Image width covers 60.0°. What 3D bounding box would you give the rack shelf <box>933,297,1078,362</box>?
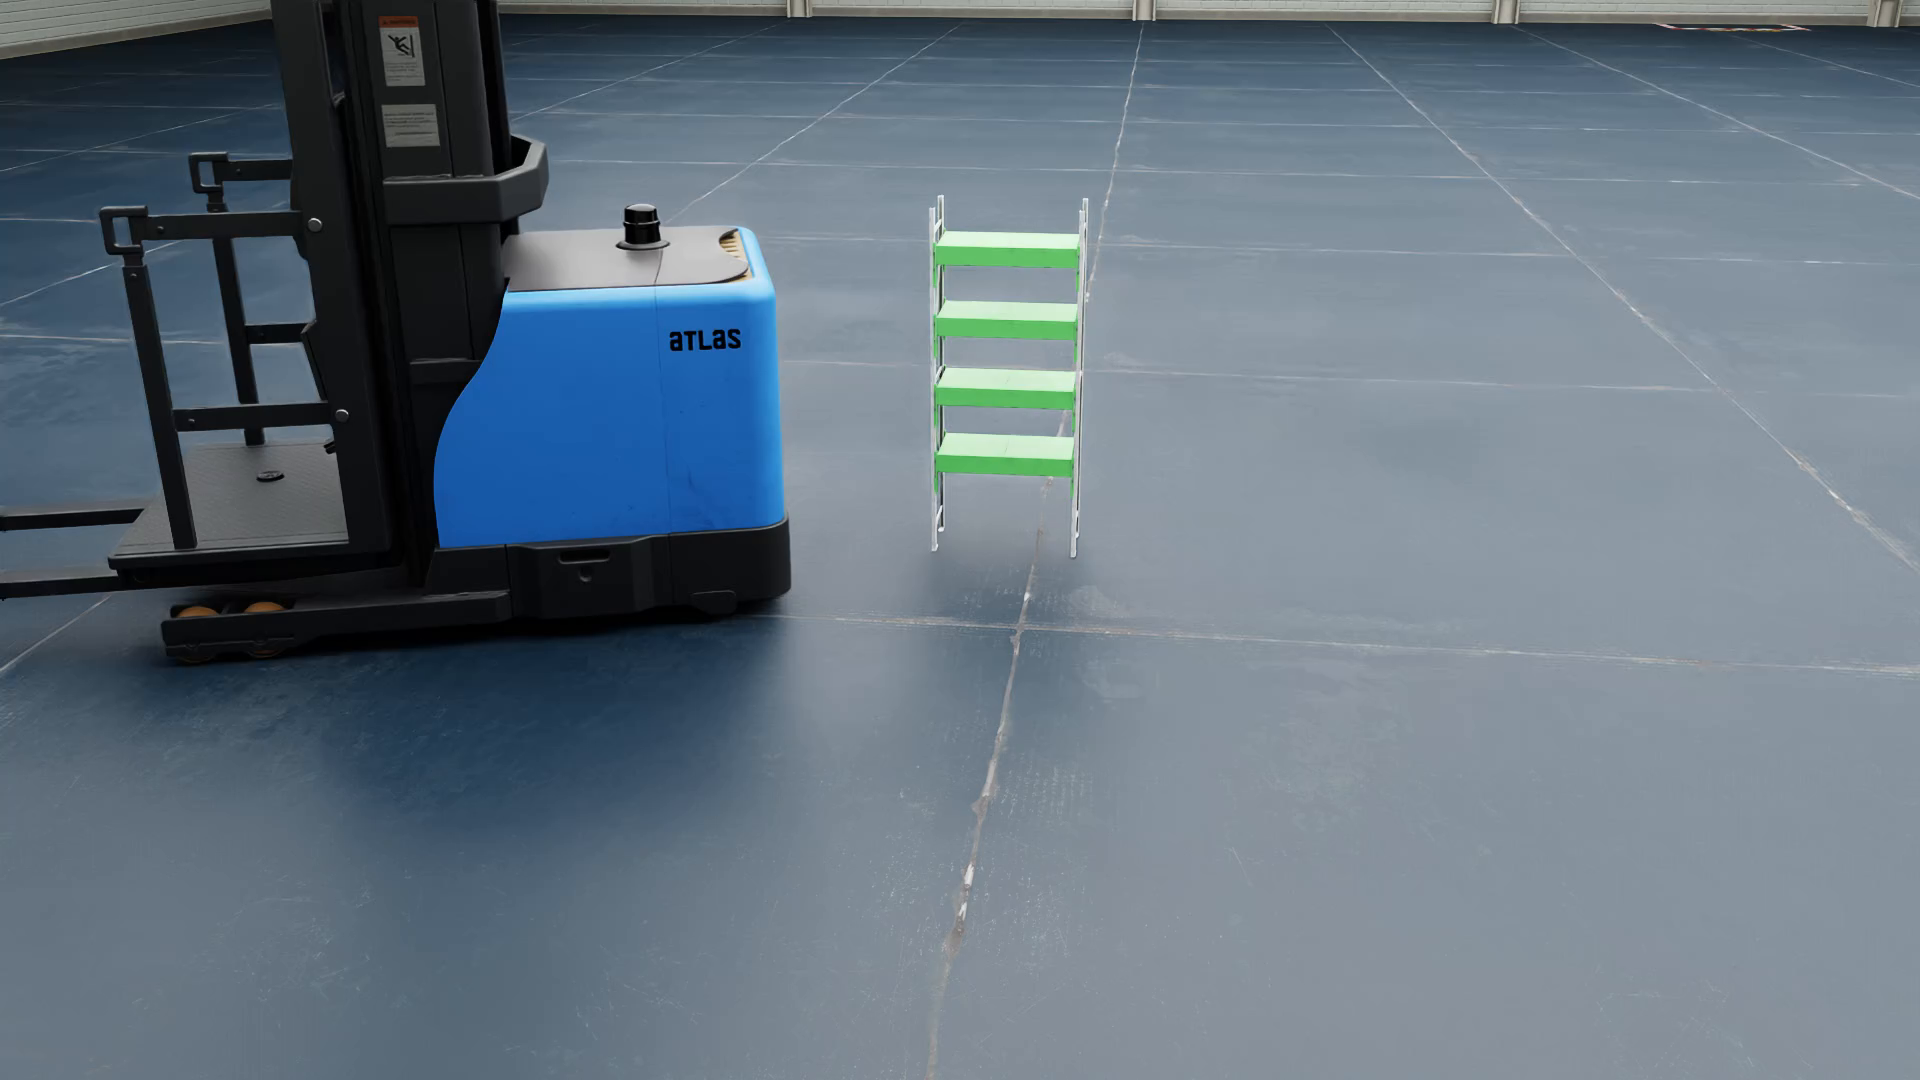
[{"bbox_3d":[0.164,-0.715,5.636,0.480,0.148,0.258,2,22,6],"label":"rack shelf"}]

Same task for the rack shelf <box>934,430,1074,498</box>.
[{"bbox_3d":[0.164,-0.268,5.813,0.480,0.148,0.258,2,22,6],"label":"rack shelf"}]

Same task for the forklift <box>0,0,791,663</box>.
[{"bbox_3d":[-2.111,-1.203,4.997,3.031,2.935,1.130,-4,22,-10],"label":"forklift"}]

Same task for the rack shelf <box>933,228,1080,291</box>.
[{"bbox_3d":[0.164,-0.938,5.548,0.480,0.148,0.258,2,22,6],"label":"rack shelf"}]

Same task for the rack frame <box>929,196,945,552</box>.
[{"bbox_3d":[-0.078,-0.561,5.728,0.015,1.200,0.240,2,22,6],"label":"rack frame"}]

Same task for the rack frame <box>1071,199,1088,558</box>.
[{"bbox_3d":[0.407,-0.540,5.674,0.015,1.200,0.240,2,22,6],"label":"rack frame"}]

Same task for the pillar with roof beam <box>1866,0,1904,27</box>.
[{"bbox_3d":[14.564,-11.011,21.553,0.400,9.000,9.100,2,22,6],"label":"pillar with roof beam"}]

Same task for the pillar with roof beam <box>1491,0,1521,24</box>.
[{"bbox_3d":[8.606,-11.271,22.209,0.400,9.000,9.100,2,22,6],"label":"pillar with roof beam"}]

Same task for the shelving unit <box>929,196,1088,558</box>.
[{"bbox_3d":[0.164,-0.551,5.701,0.503,1.200,0.258,2,22,6],"label":"shelving unit"}]

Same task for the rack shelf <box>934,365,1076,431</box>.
[{"bbox_3d":[0.164,-0.491,5.725,0.480,0.148,0.258,2,22,6],"label":"rack shelf"}]

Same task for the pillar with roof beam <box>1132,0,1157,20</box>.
[{"bbox_3d":[2.648,-11.531,22.866,0.400,9.000,9.100,2,22,6],"label":"pillar with roof beam"}]

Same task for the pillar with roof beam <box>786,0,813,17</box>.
[{"bbox_3d":[-3.311,-11.790,23.523,0.400,9.000,9.100,2,22,6],"label":"pillar with roof beam"}]
